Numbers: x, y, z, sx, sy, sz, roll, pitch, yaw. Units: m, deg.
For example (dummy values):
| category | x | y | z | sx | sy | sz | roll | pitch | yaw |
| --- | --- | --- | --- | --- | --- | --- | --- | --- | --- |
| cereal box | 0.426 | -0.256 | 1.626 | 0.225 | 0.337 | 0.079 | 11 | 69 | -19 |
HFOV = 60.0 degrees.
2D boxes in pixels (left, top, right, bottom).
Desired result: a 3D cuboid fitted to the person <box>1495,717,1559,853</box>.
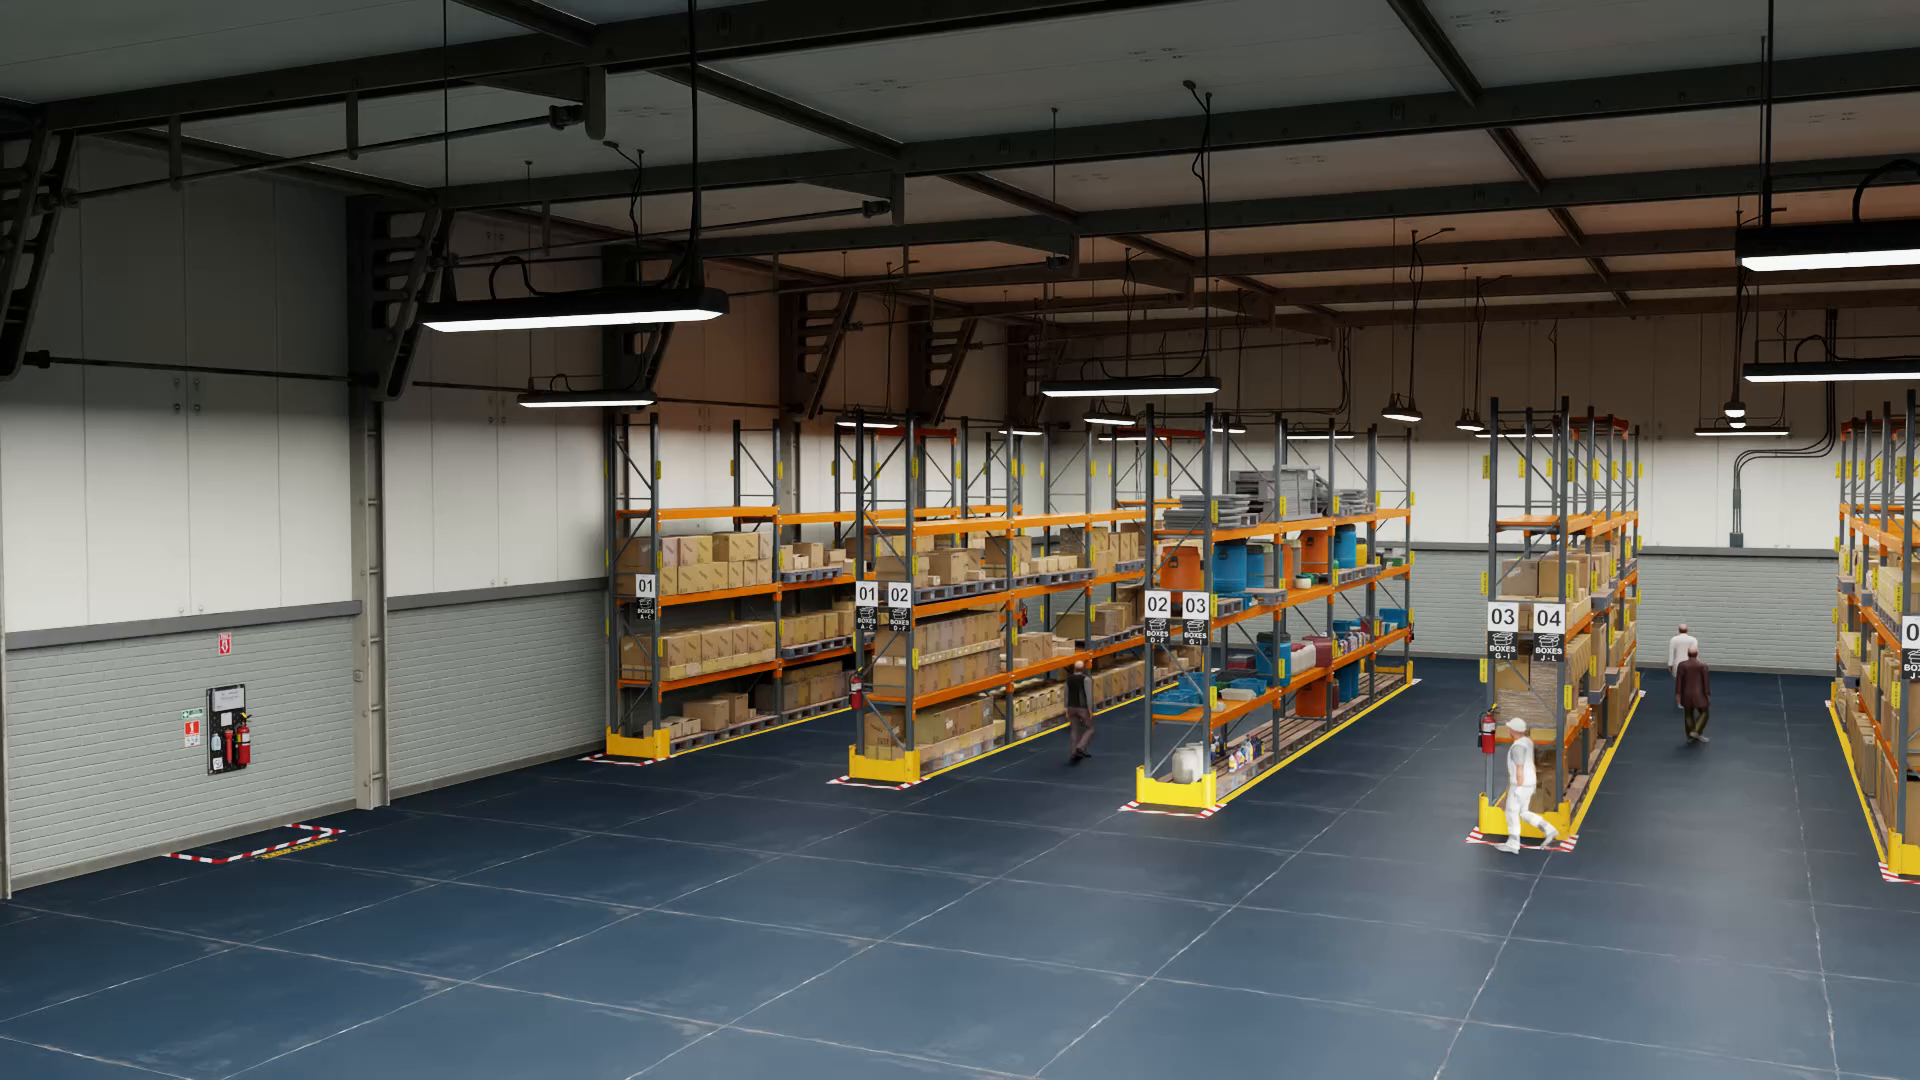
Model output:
| category | x | y | z | sx | sy | sz | roll | pitch | yaw |
| --- | --- | --- | --- | --- | --- | --- | --- | --- | --- |
| person | 7.387 | 3.199 | 21.646 | 0.784 | 1.774 | 0.549 | 1 | 3 | 29 |

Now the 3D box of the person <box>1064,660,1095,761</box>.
| category | x | y | z | sx | sy | sz | roll | pitch | yaw |
| --- | --- | --- | --- | --- | --- | --- | --- | --- | --- |
| person | 2.050 | 2.930 | 28.623 | 0.571 | 1.710 | 0.465 | 2 | 3 | 37 |

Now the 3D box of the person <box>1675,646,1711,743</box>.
| category | x | y | z | sx | sy | sz | roll | pitch | yaw |
| --- | --- | --- | --- | --- | --- | --- | --- | --- | --- |
| person | 13.424 | 2.837 | 30.459 | 0.625 | 1.777 | 0.606 | 2 | 3 | 35 |

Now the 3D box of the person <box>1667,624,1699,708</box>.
| category | x | y | z | sx | sy | sz | roll | pitch | yaw |
| --- | --- | --- | --- | --- | --- | --- | --- | --- | --- |
| person | 15.201 | 2.649 | 34.948 | 0.614 | 1.775 | 0.610 | 1 | 3 | 26 |
